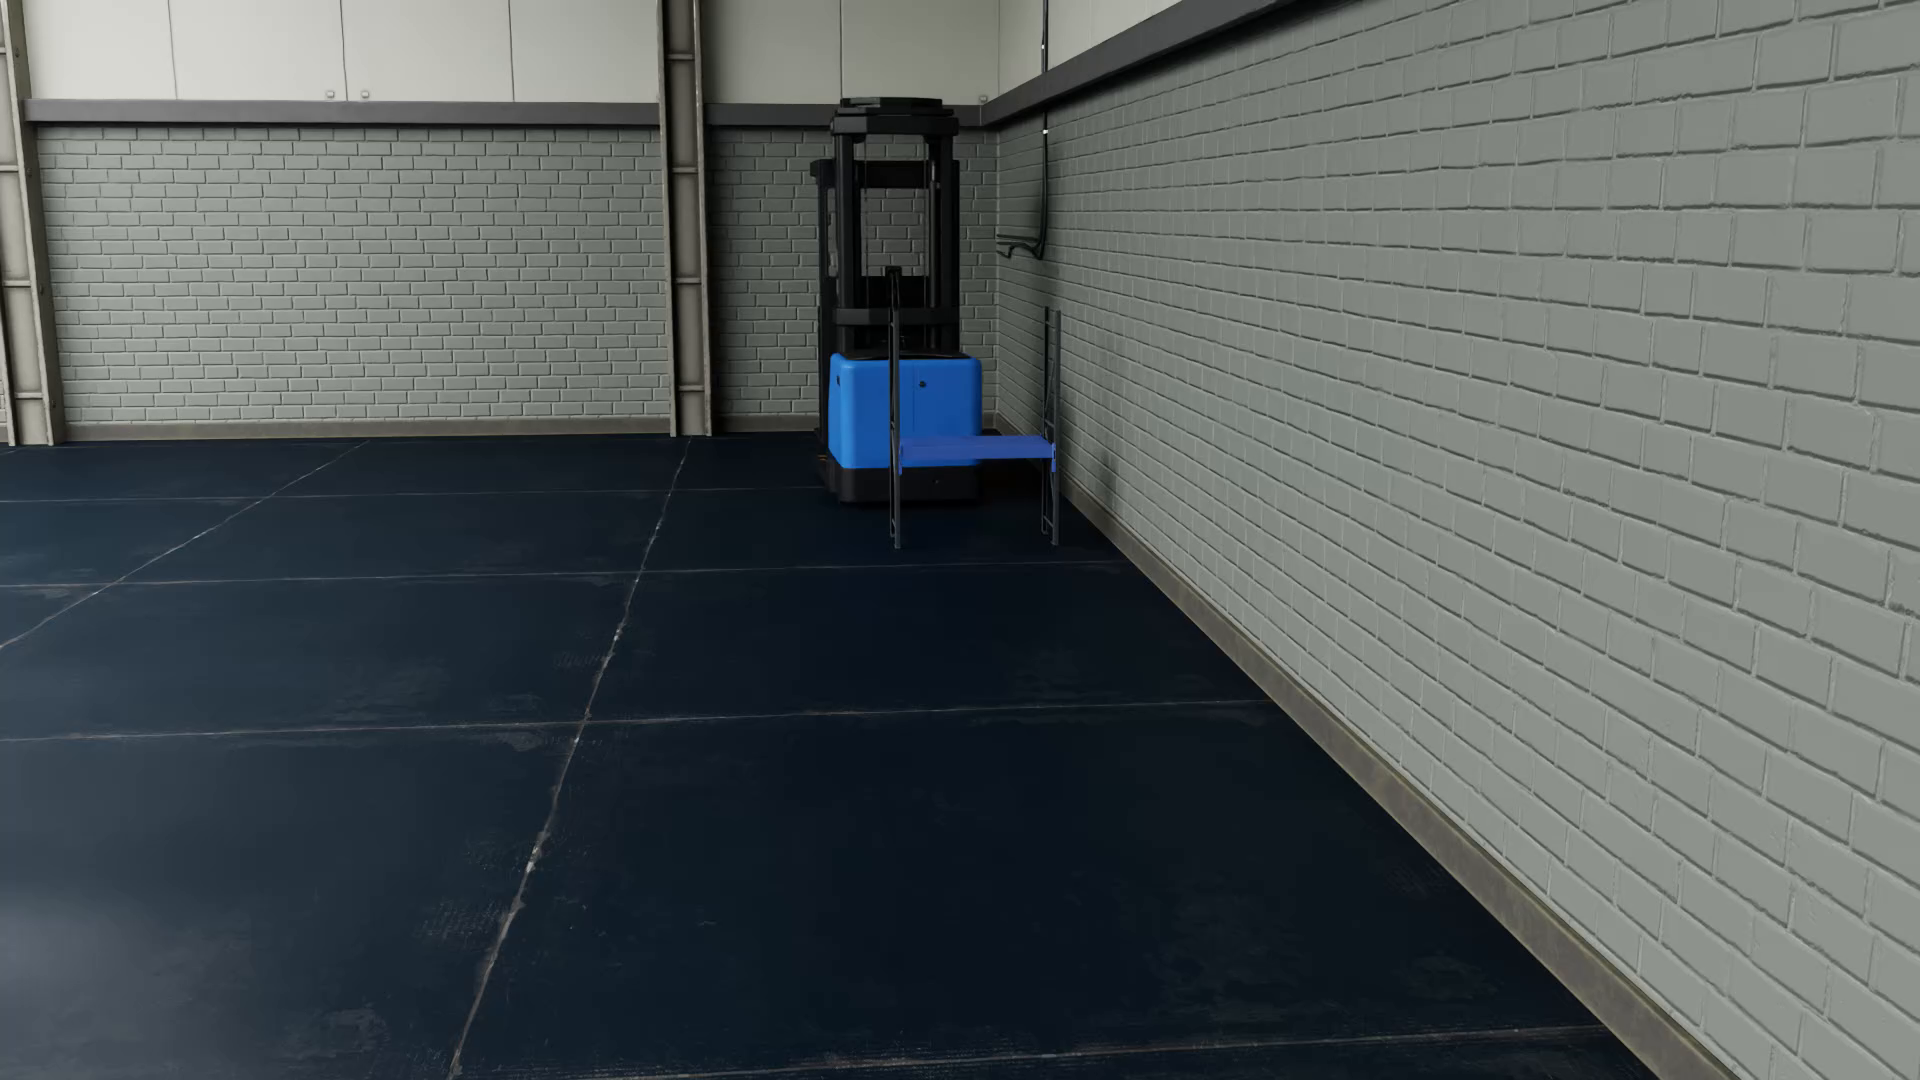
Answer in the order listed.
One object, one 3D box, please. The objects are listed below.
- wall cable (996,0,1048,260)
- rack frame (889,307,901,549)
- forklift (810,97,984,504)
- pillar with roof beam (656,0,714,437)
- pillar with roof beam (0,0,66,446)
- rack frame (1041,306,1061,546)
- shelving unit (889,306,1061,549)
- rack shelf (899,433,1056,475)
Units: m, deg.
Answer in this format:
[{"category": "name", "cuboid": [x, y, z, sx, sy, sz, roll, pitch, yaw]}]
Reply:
[{"category": "wall cable", "cuboid": [0.484, -3.723, 14.525, 0.112, 2.526, 3.097, -1, 11, -6]}, {"category": "rack frame", "cuboid": [-0.421, -0.727, 10.678, 0.032, 1.500, 0.500, -1, 11, -6]}, {"category": "forklift", "cuboid": [-0.588, -1.939, 13.131, 1.130, 2.935, 3.031, -2, 11, -10]}, {"category": "pillar with roof beam", "cuboid": [-2.123, -4.613, 11.004, 0.400, 9.000, 9.100, -1, 11, -6]}, {"category": "pillar with roof beam", "cuboid": [-8.088, -4.488, 10.368, 0.400, 9.000, 9.100, -1, 11, -6]}, {"category": "rack frame", "cuboid": [0.590, -0.748, 10.786, 0.032, 1.500, 0.500, -1, 11, -6]}, {"category": "shelving unit", "cuboid": [0.085, -0.738, 10.732, 1.048, 1.500, 0.538, -1, 11, -6]}, {"category": "rack shelf", "cuboid": [0.085, -0.561, 10.767, 1.000, 0.185, 0.538, -1, 11, -6]}]
